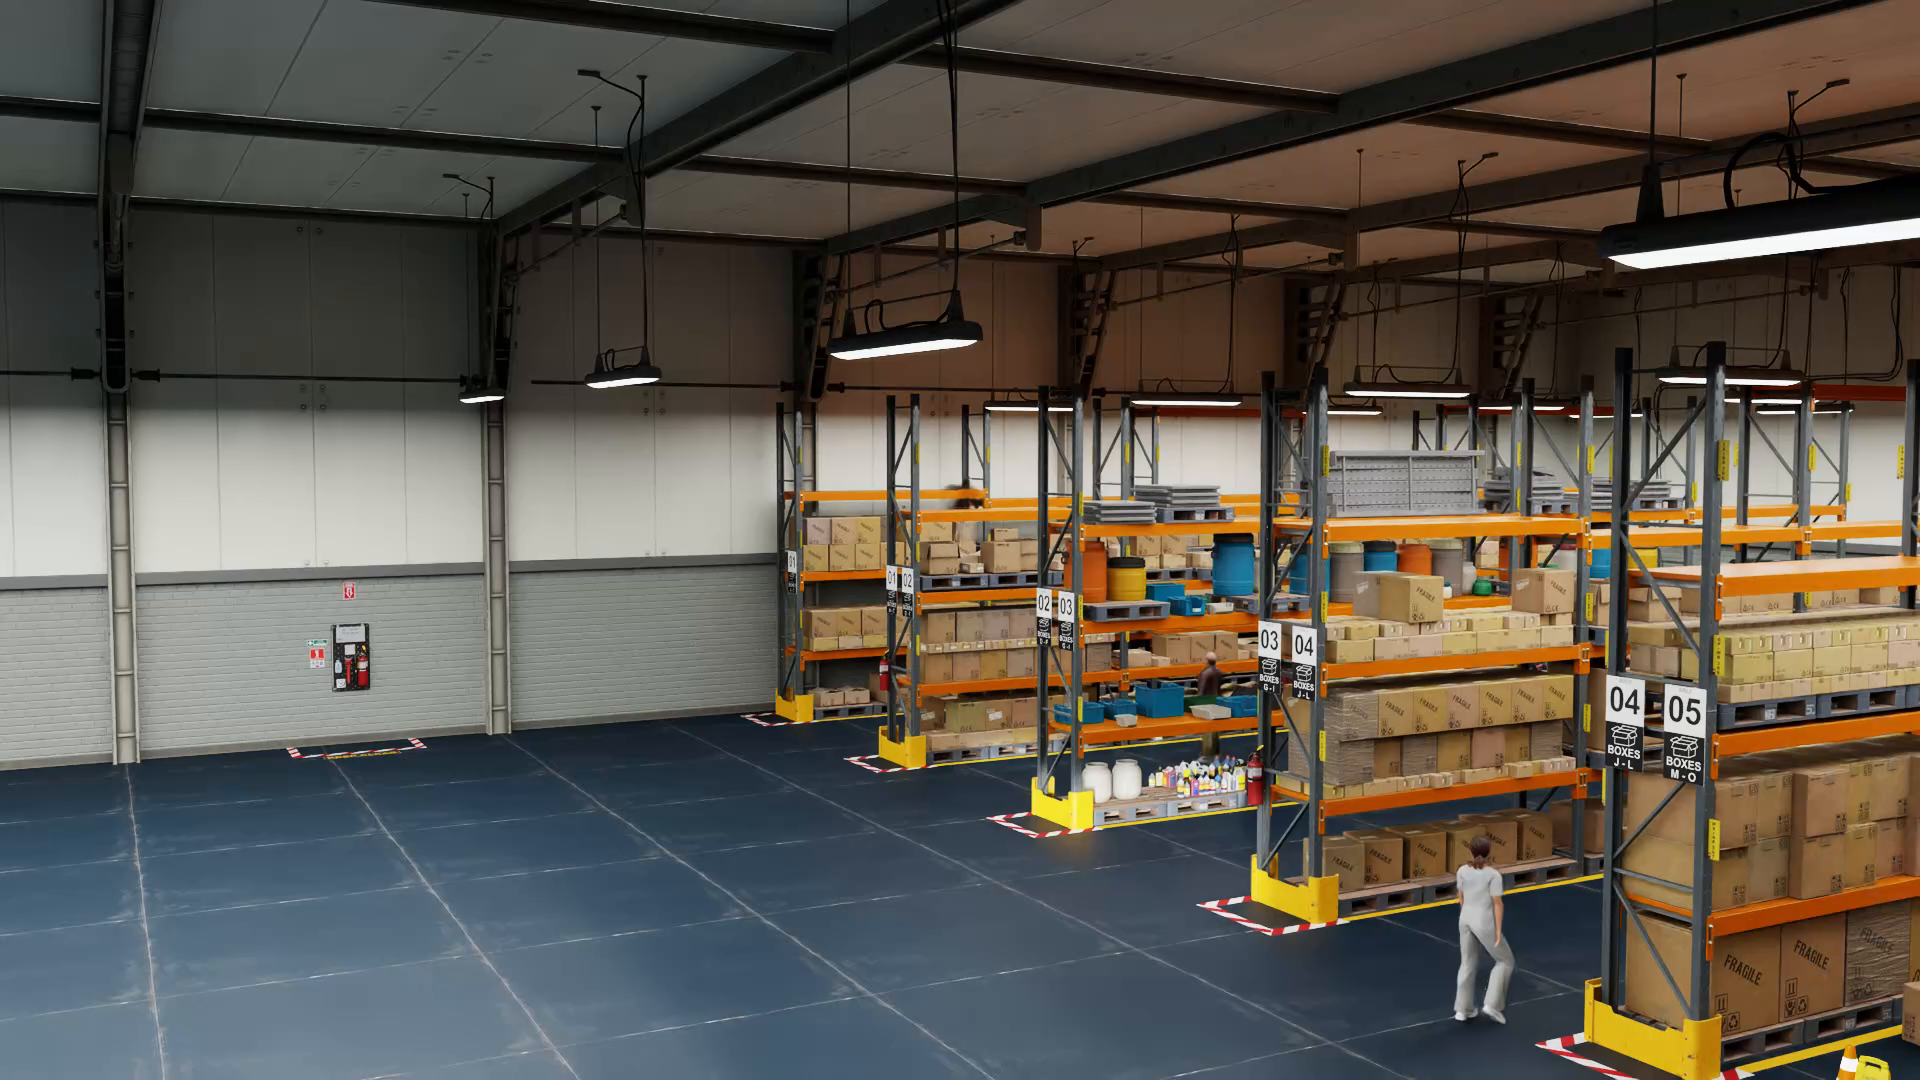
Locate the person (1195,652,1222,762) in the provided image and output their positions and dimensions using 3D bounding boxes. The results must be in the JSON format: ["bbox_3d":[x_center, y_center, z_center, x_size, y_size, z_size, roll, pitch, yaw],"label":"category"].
[{"bbox_3d":[4.078,2.766,27.384,0.421,1.765,0.594,1,3,18],"label":"person"}]

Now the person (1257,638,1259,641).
[{"bbox_3d":[6.373,2.415,34.480,0.940,1.596,0.530,-2,4,-37],"label":"person"}]

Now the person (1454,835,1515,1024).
[{"bbox_3d":[4.673,3.492,14.897,0.494,1.711,0.486,-1,3,-22],"label":"person"}]
